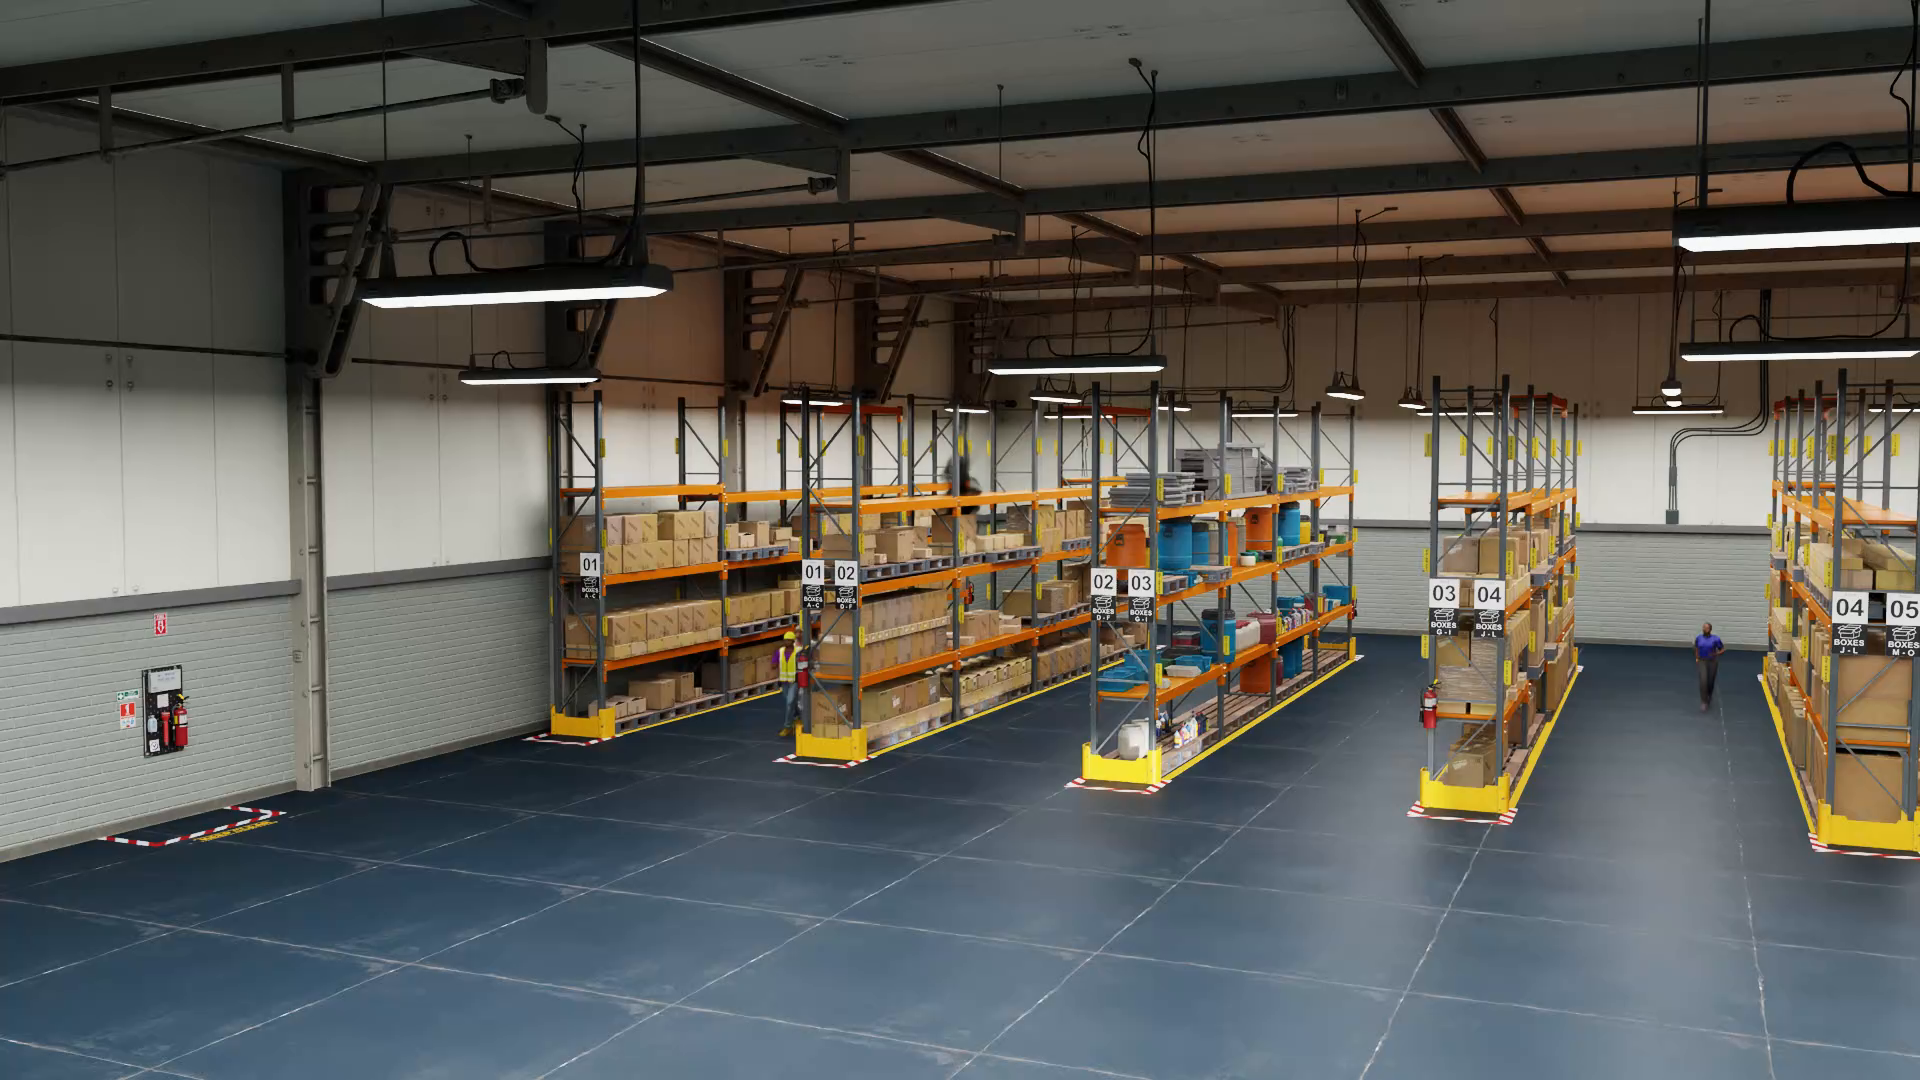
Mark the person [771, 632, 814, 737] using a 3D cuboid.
[{"bbox_3d":[-2.954,2.483,29.069,0.689,1.779,0.953,1,3,22],"label":"person"}]

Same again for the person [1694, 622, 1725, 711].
[{"bbox_3d":[14.409,2.415,32.009,0.569,1.669,0.855,2,4,30],"label":"person"}]

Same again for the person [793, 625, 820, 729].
[{"bbox_3d":[-2.867,2.435,29.963,0.642,1.825,0.885,1,3,20],"label":"person"}]
